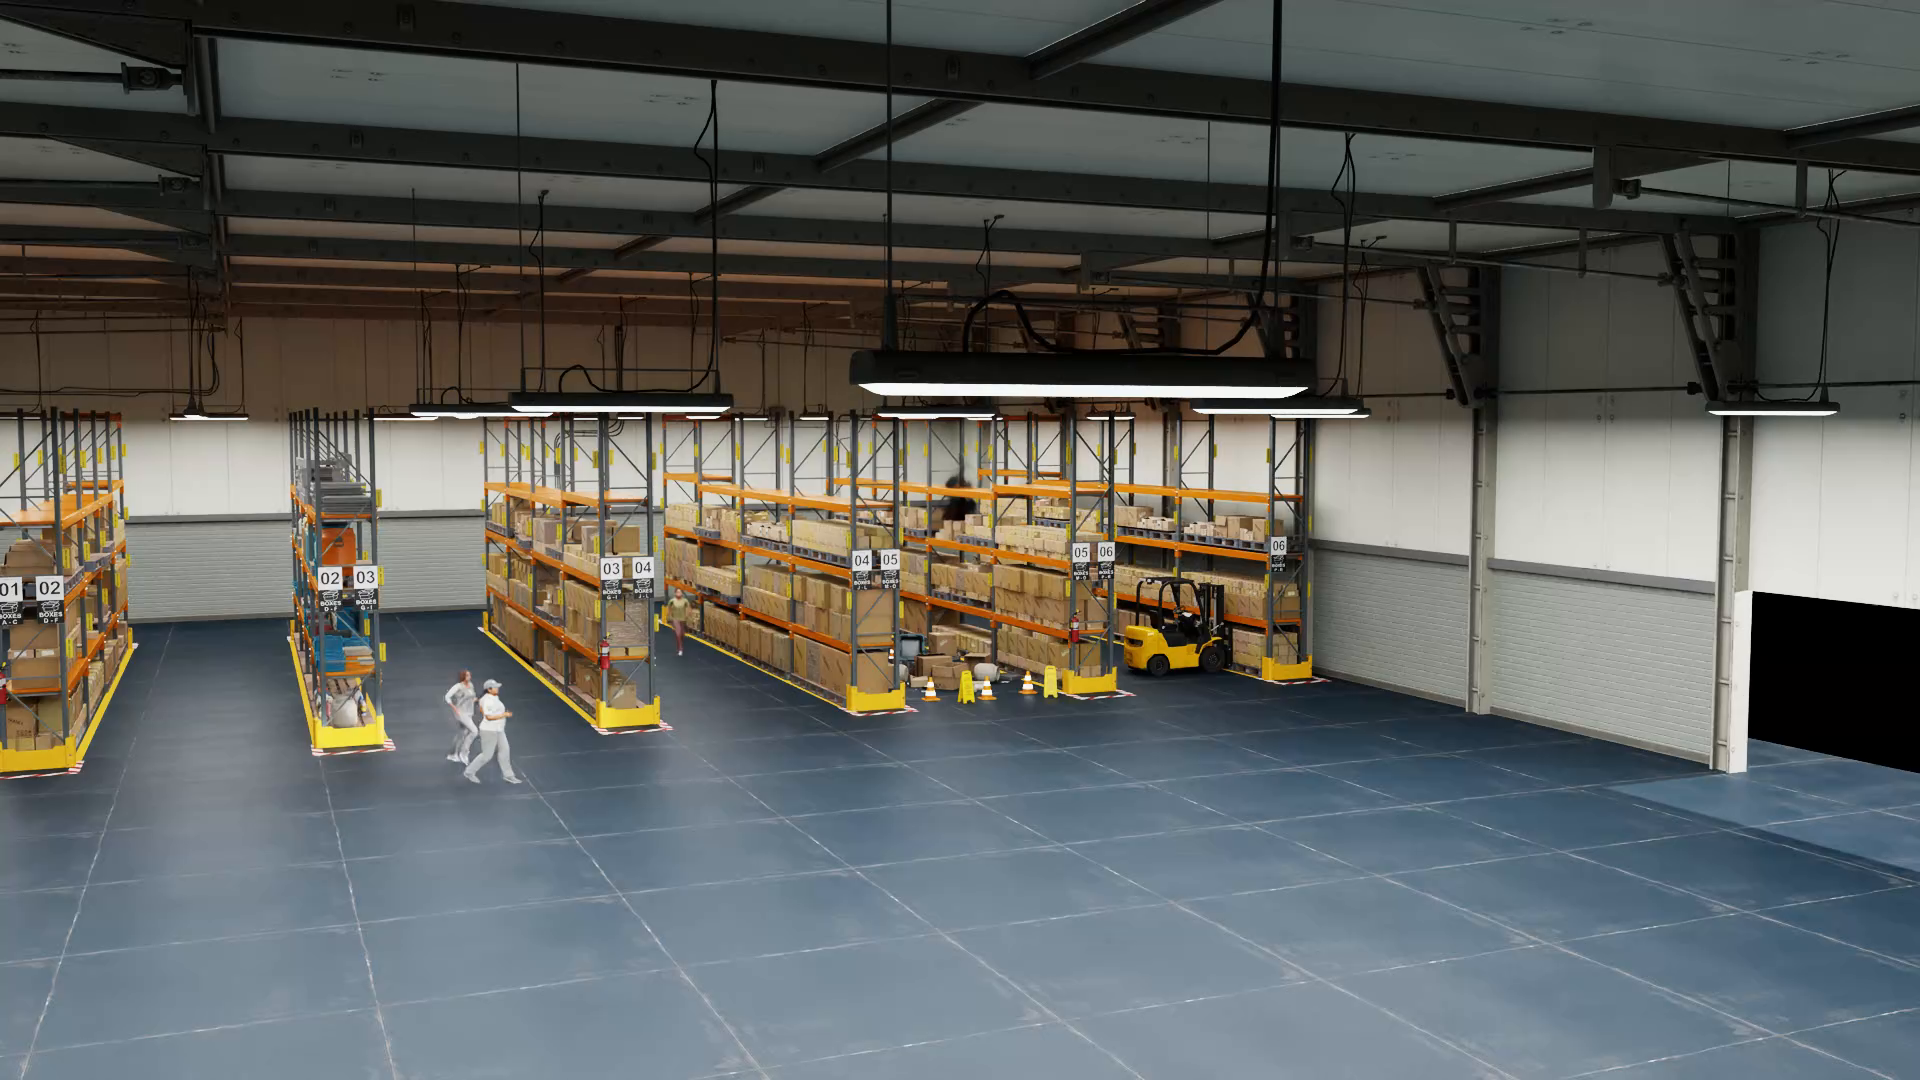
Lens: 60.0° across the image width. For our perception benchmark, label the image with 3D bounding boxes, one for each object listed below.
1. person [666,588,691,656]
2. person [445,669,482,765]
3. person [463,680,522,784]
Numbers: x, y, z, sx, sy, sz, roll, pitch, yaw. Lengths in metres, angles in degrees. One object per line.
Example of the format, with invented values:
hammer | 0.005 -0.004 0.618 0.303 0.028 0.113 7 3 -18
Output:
person | -6.991 2.009 41.382 0.591 1.667 0.850 -1 4 -19
person | -8.325 2.976 27.977 0.679 1.620 0.507 1 4 10
person | -7.389 3.040 26.217 0.886 1.689 0.602 0 4 -3
